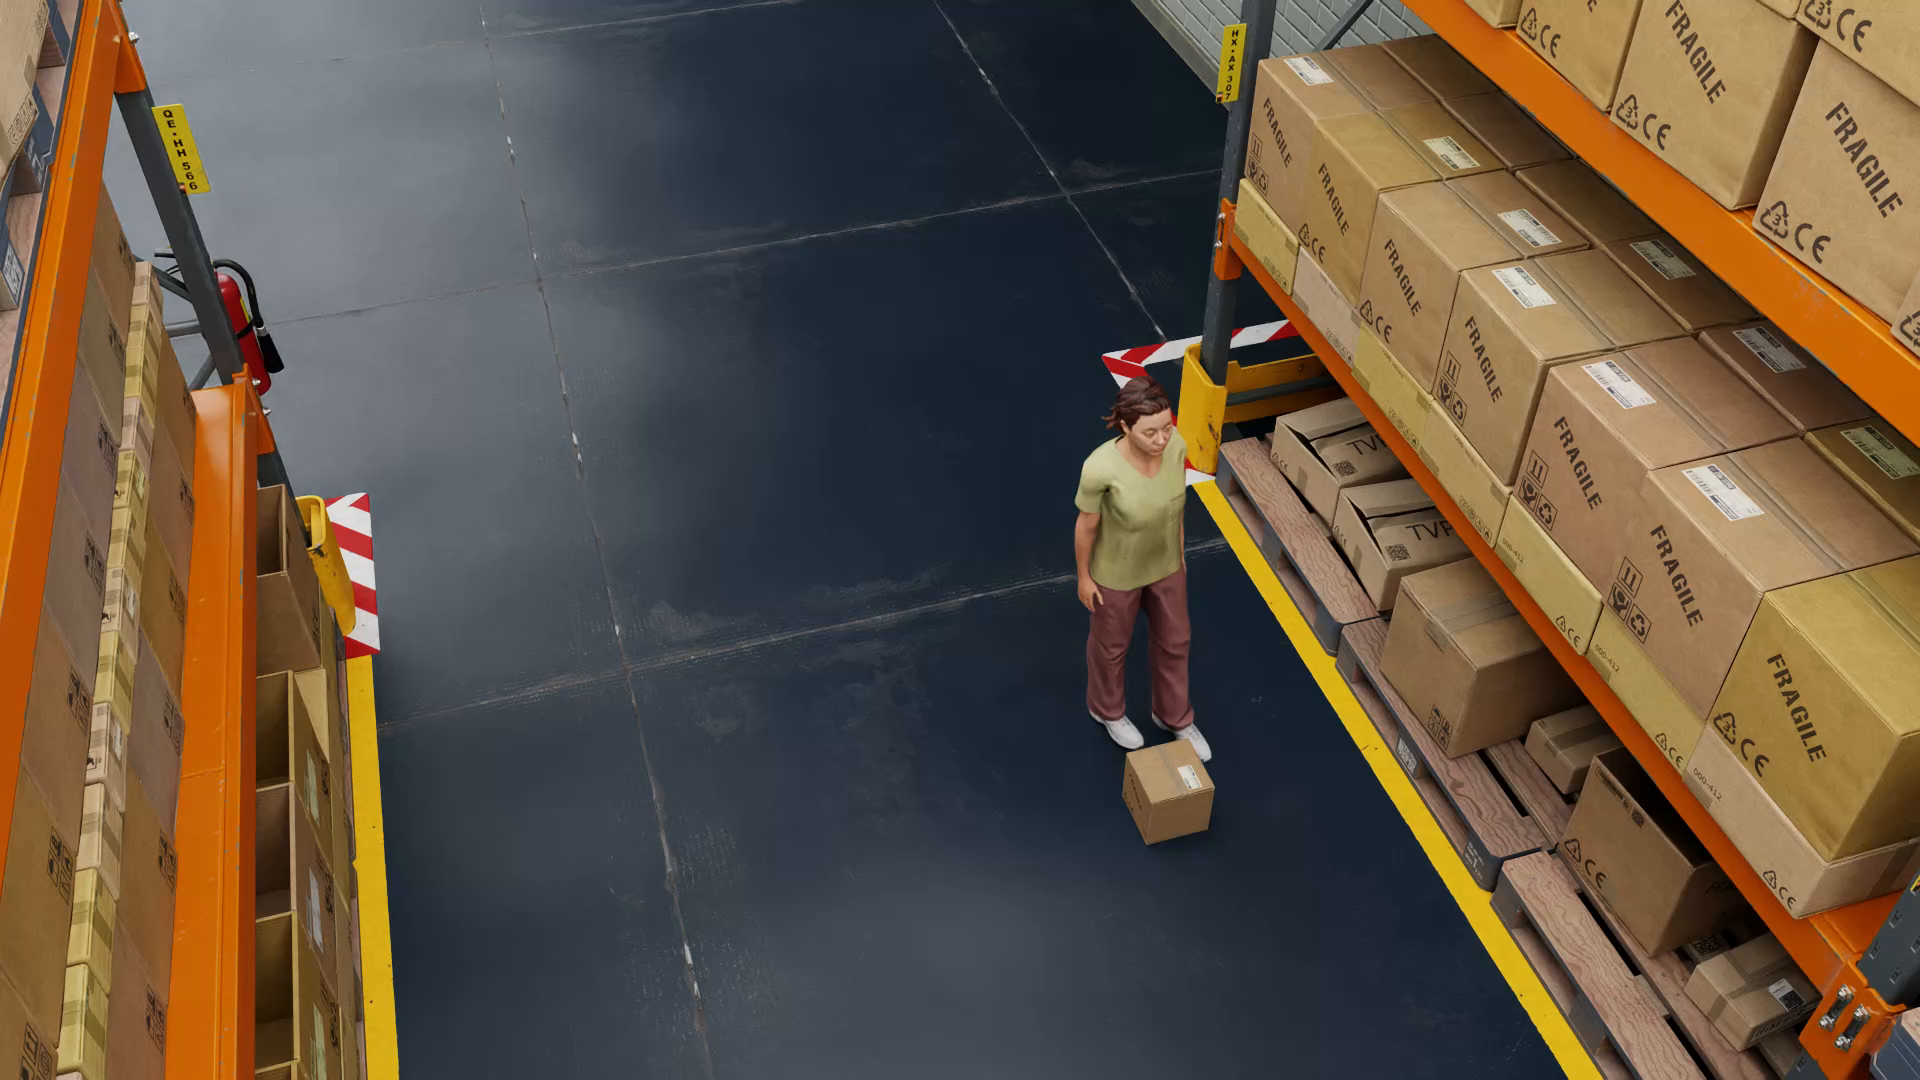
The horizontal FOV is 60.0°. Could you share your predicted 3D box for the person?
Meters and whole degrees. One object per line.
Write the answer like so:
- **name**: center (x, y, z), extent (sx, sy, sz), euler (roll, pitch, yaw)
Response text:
- **person**: center (0.675, 0.150, 5.990), extent (0.470, 1.685, 0.513), euler (-18, 46, -19)
